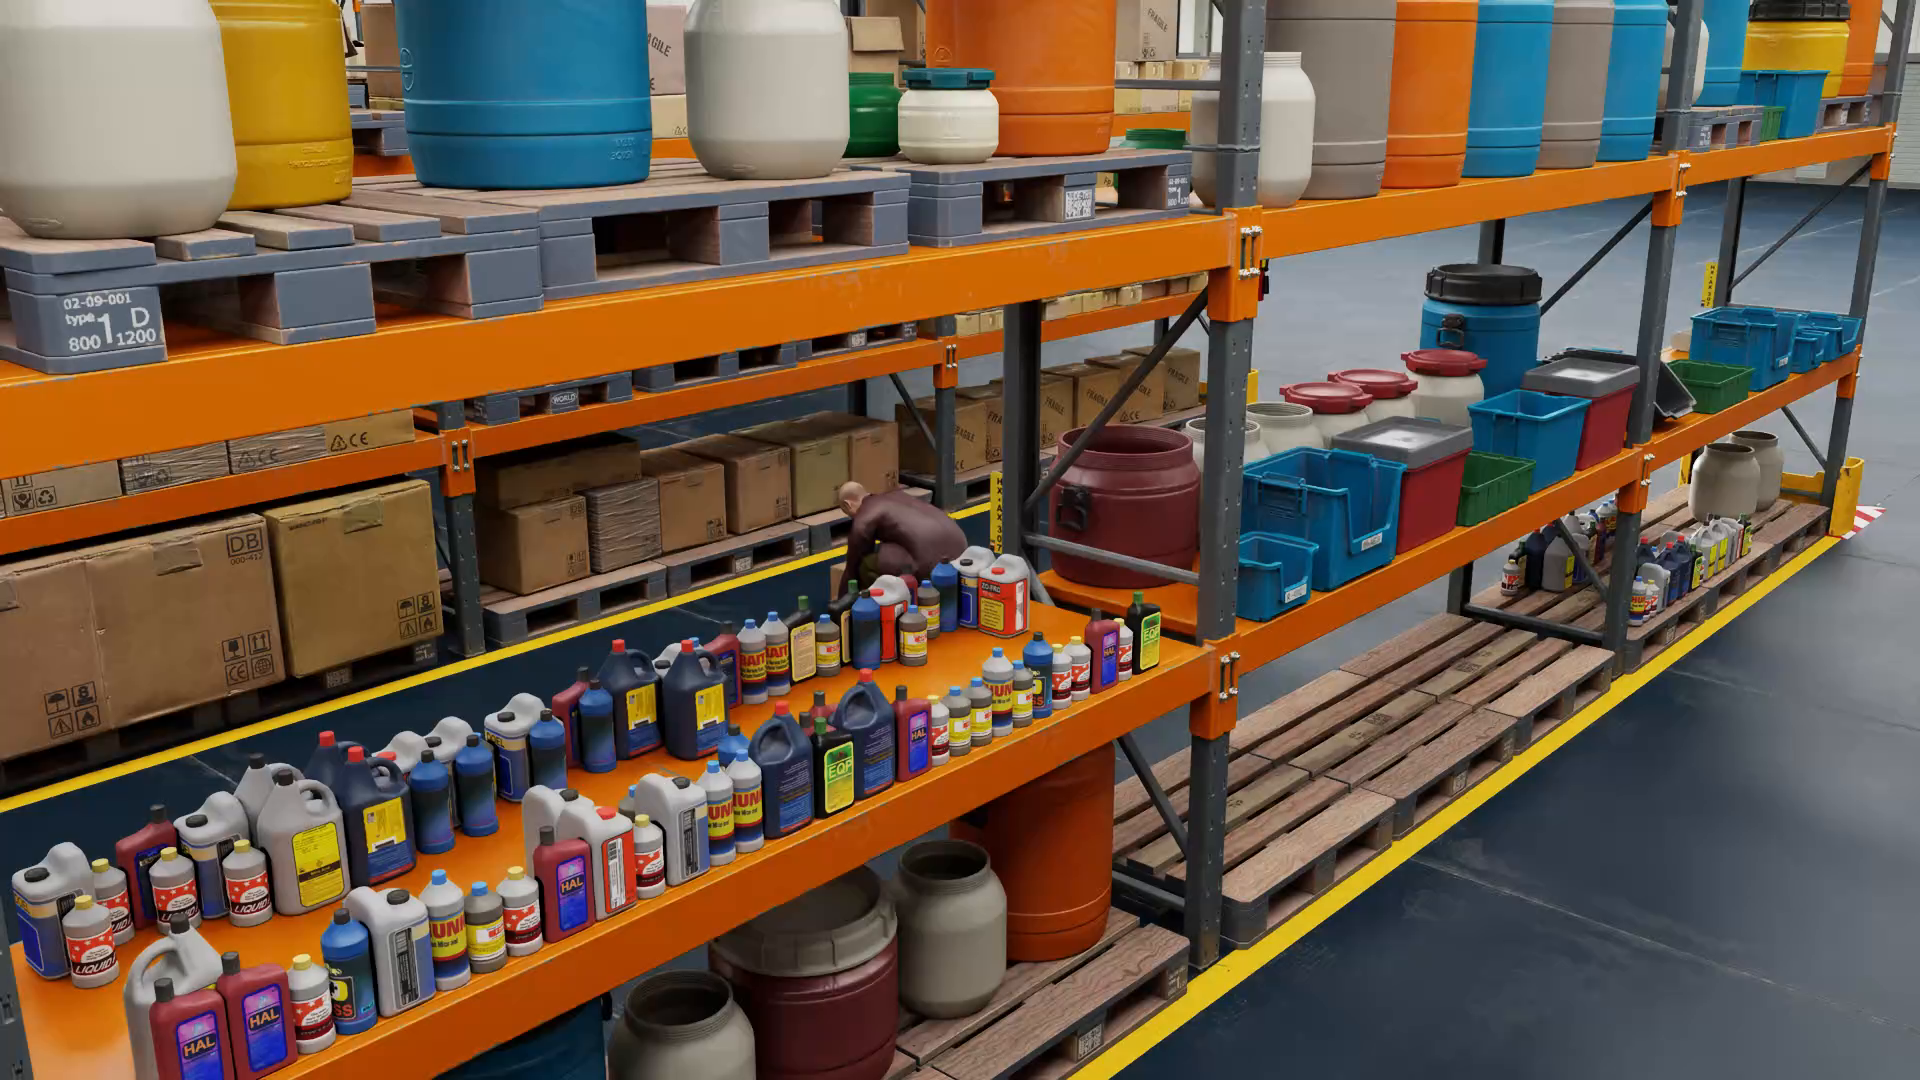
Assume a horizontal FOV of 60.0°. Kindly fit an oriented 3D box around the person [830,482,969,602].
[{"bbox_3d":[-0.358,0.123,10.006,0.930,0.881,0.581,14,22,39],"label":"person"}]
